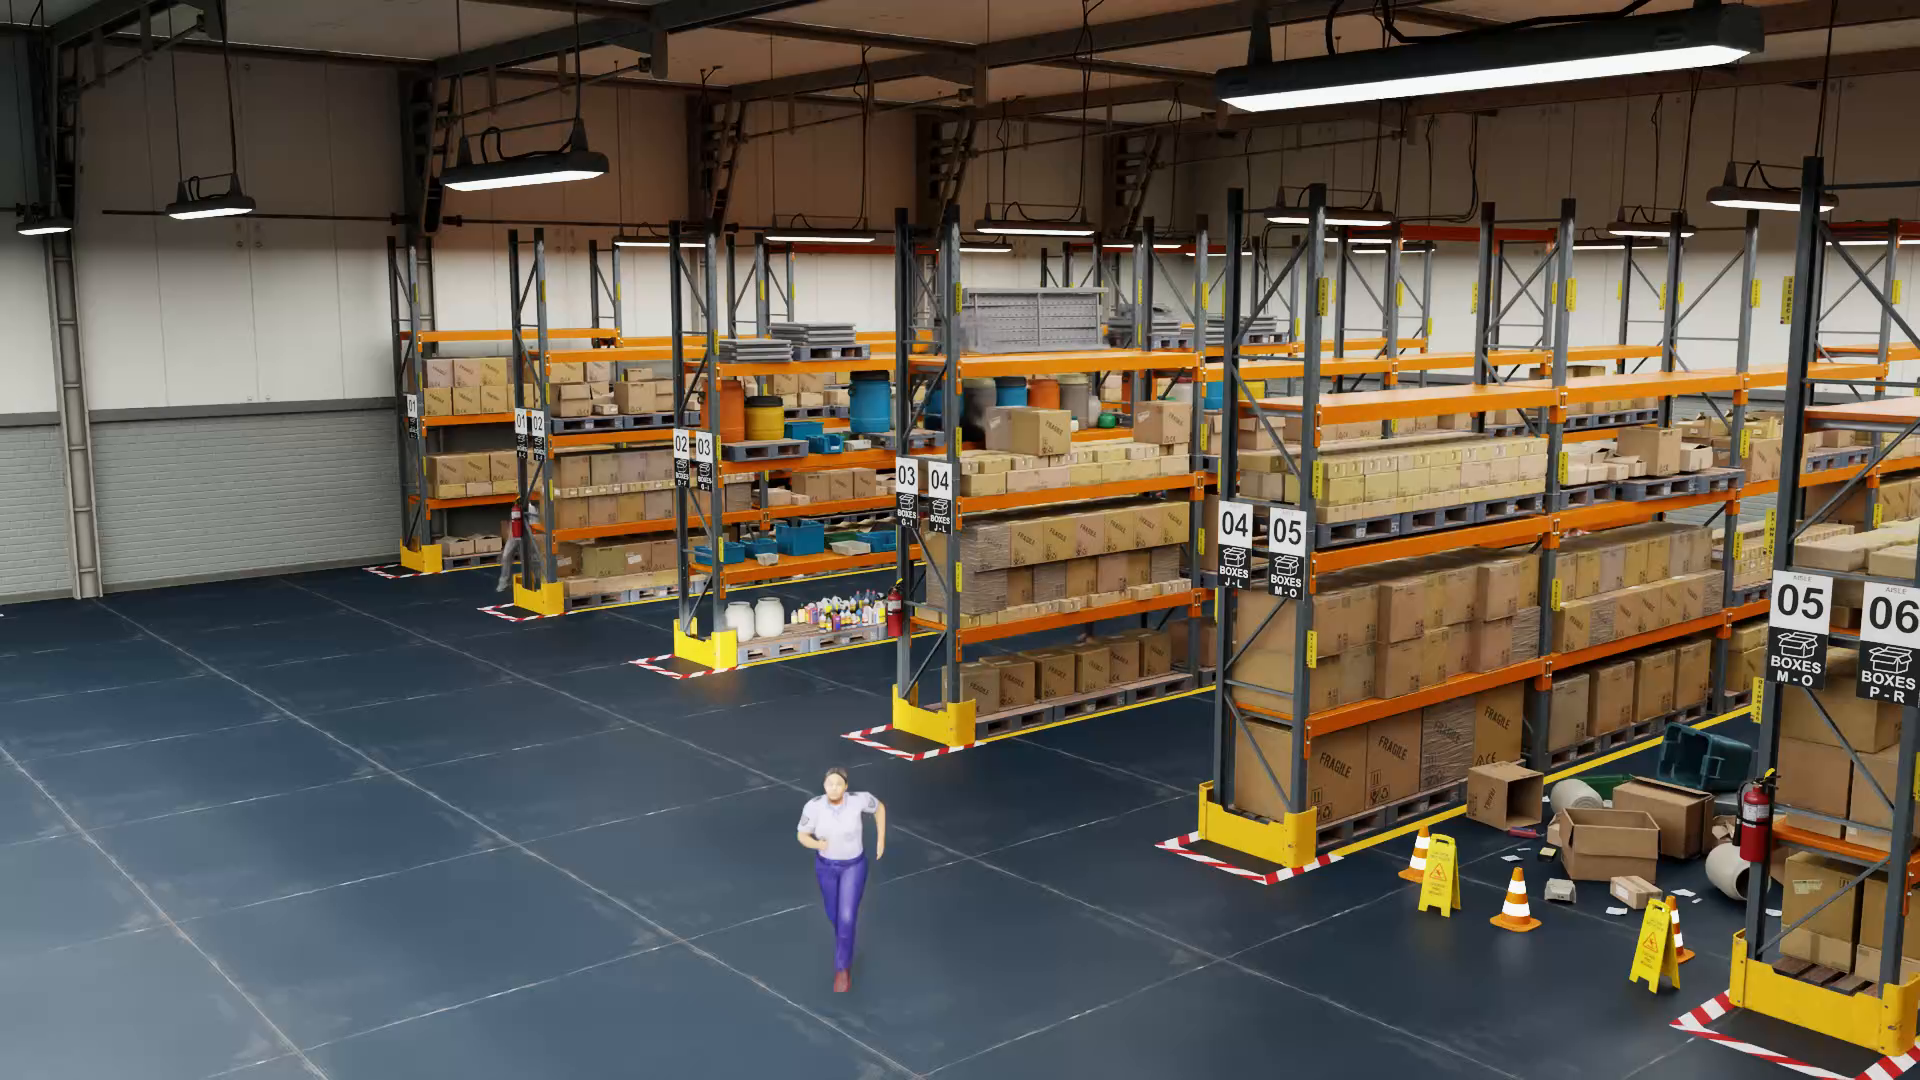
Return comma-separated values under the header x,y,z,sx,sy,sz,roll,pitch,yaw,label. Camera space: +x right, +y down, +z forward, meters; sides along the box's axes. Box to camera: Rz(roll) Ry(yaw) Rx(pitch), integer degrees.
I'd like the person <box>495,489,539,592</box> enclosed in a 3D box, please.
x,y,z,sx,sy,sz,roll,pitch,yaw,label
-7.424,-0.024,28.245,0.680,1.800,0.886,4,10,25,person

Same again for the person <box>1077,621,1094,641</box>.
x,y,z,sx,sy,sz,roll,pitch,yaw,label
1.698,0.579,22.942,0.482,1.641,0.586,-8,12,-42,person

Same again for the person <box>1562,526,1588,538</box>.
x,y,z,sx,sy,sz,roll,pitch,yaw,label
9.179,0.499,24.751,0.752,1.847,0.656,-6,11,-36,person

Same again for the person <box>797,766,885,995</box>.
x,y,z,sx,sy,sz,roll,pitch,yaw,label
-0.884,2.478,12.431,0.626,1.687,0.829,1,9,4,person
